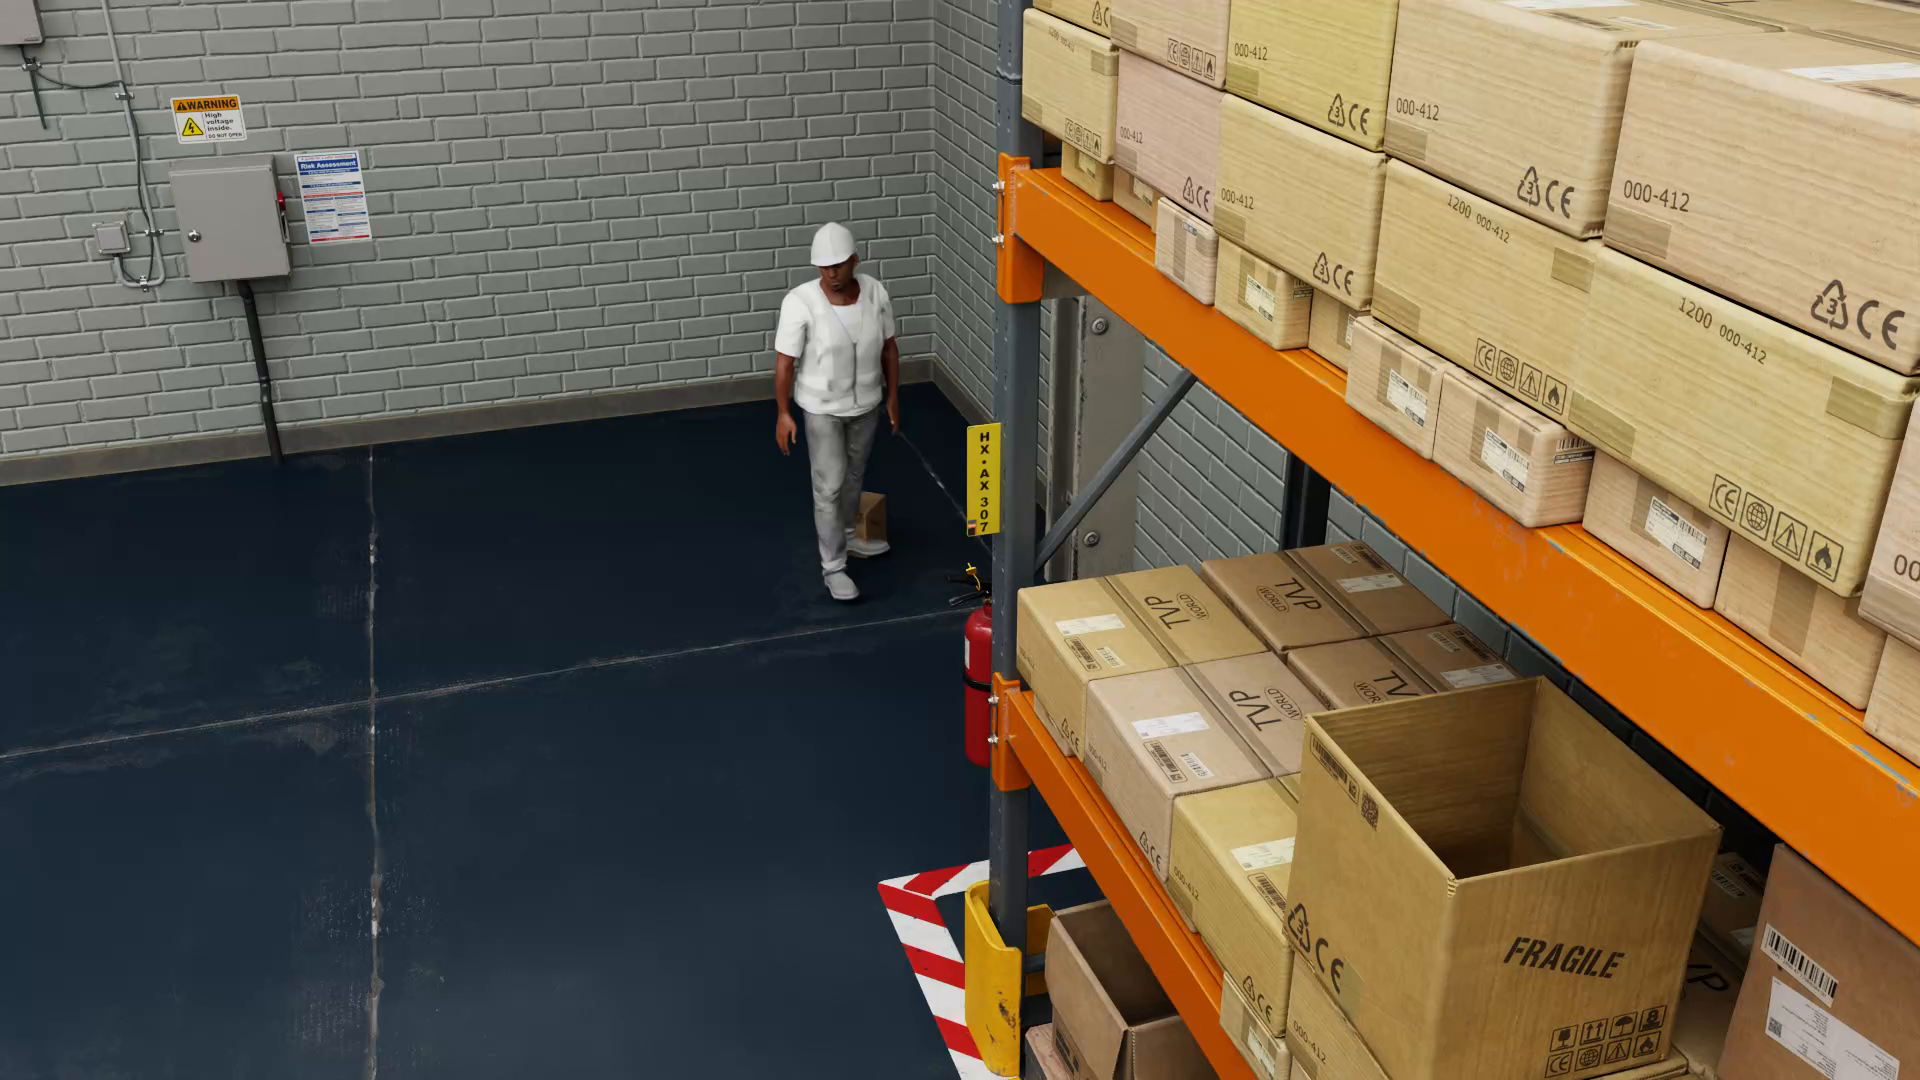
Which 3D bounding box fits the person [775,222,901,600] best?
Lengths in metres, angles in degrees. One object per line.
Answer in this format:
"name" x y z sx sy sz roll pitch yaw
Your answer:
"person" -0.557 -0.617 7.807 0.636 1.766 0.609 -17 31 -31
